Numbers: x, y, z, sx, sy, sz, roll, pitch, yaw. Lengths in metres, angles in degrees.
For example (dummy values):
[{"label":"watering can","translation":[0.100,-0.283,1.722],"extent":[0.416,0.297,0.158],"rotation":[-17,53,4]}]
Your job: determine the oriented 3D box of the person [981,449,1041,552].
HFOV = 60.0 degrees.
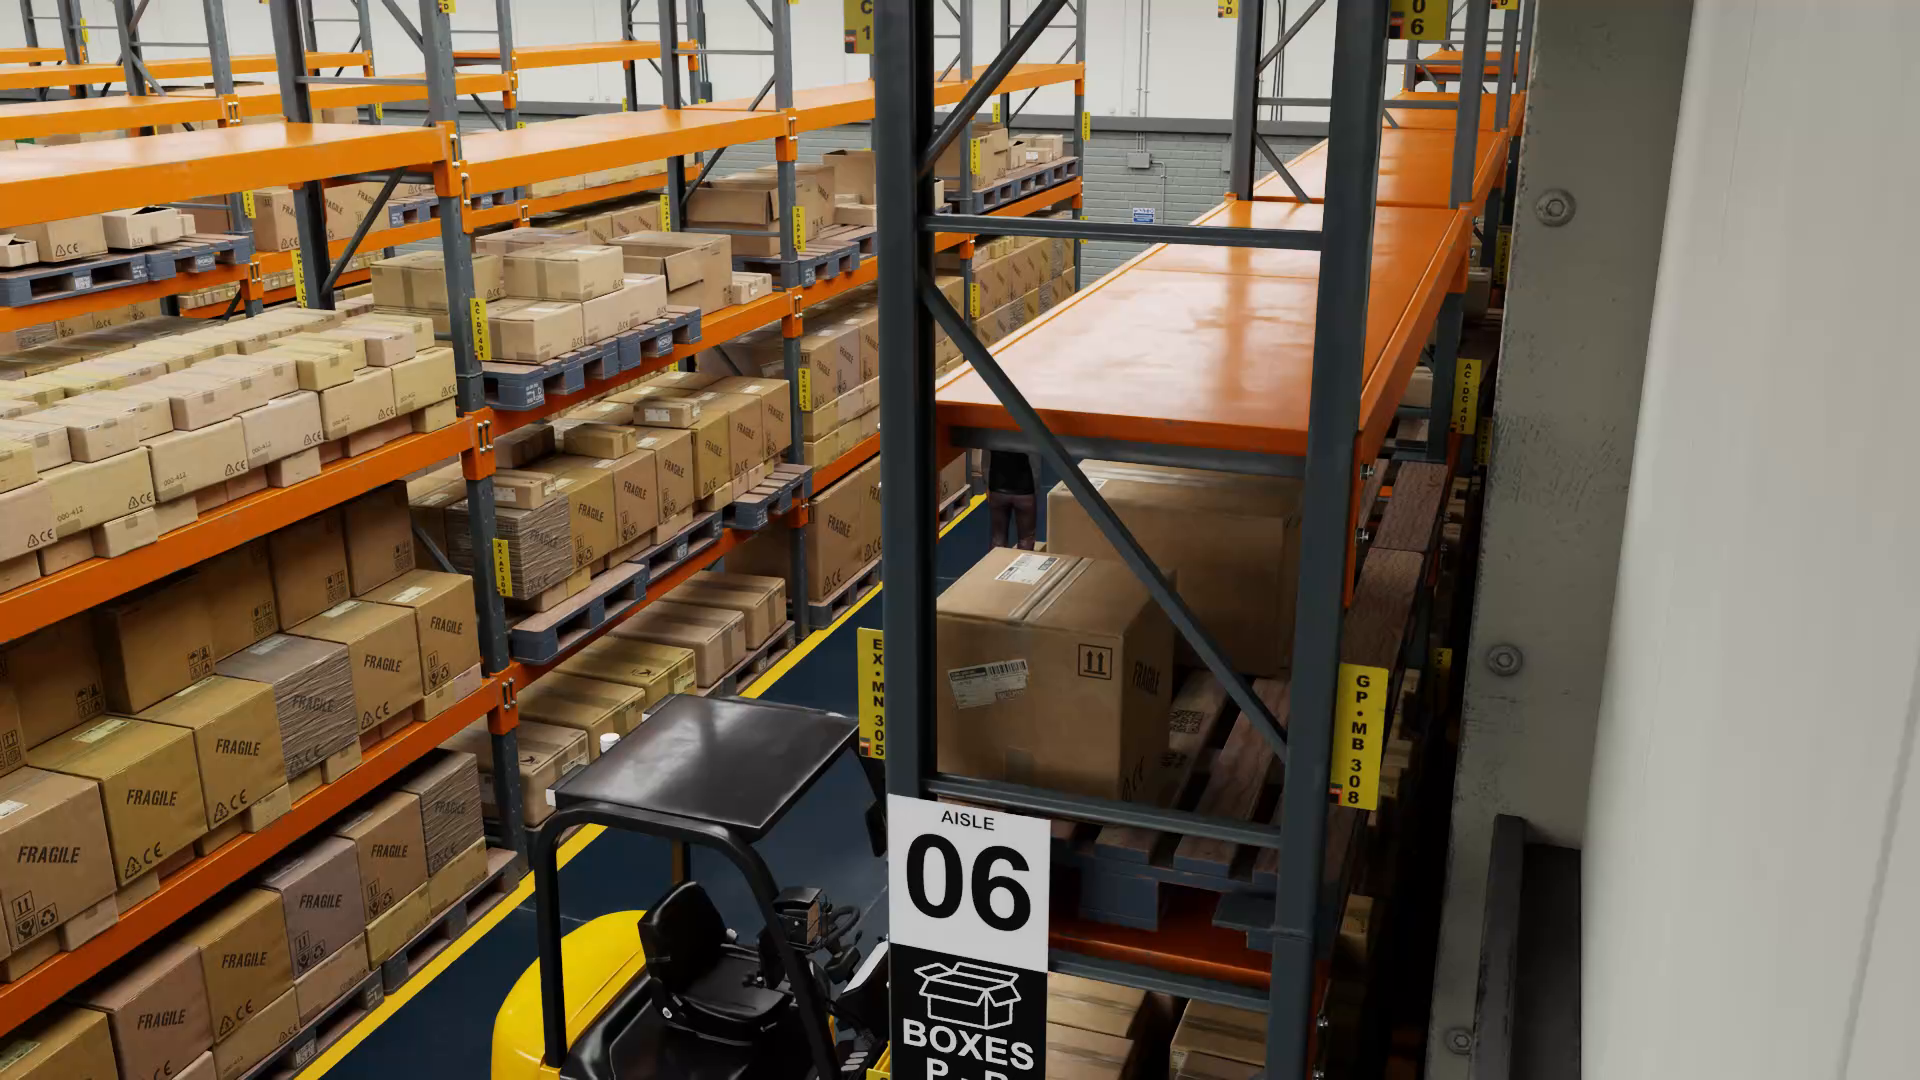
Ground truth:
[{"label":"person","translation":[0.440,-0.382,14.155],"extent":[0.531,1.732,0.359],"rotation":[7,20,20]}]
